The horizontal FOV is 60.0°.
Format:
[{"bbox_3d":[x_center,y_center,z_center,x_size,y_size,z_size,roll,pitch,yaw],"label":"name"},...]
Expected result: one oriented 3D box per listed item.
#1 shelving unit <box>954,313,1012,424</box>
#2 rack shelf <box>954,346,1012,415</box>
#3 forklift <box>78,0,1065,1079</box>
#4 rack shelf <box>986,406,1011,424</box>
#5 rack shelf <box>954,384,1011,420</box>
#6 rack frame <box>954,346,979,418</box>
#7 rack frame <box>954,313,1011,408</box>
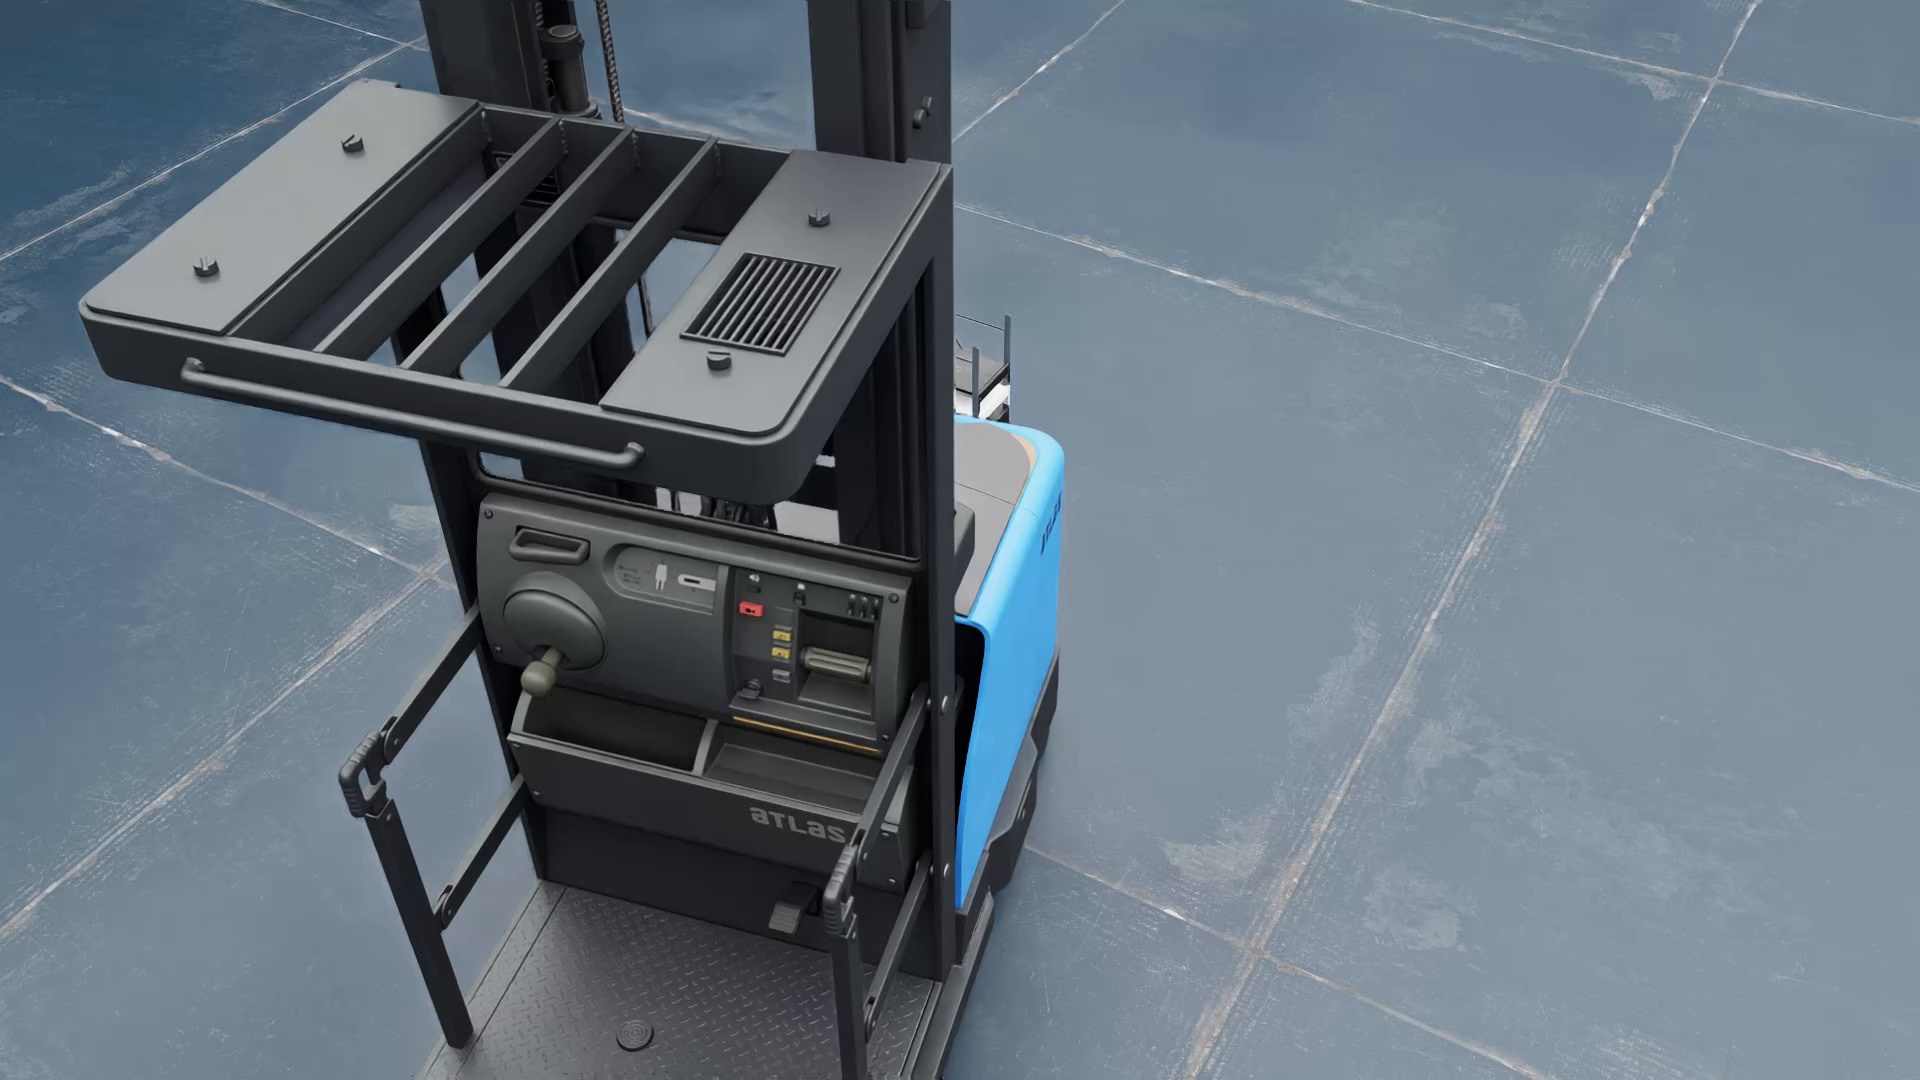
[{"bbox_3d":[0.004,-0.342,5.458,0.258,0.900,0.210,21,45,22],"label":"shelving unit"},{"bbox_3d":[0.004,-0.520,5.301,0.258,0.077,0.200,21,45,22],"label":"rack shelf"},{"bbox_3d":[-0.617,0.259,3.238,1.130,2.935,3.031,11,43,12],"label":"forklift"},{"bbox_3d":[0.004,-0.385,5.420,0.258,0.077,0.200,21,45,22],"label":"rack shelf"},{"bbox_3d":[0.004,-0.452,5.361,0.258,0.077,0.200,21,45,22],"label":"rack shelf"},{"bbox_3d":[-0.047,-0.284,5.392,0.240,0.900,0.006,21,45,22],"label":"rack frame"},{"bbox_3d":[0.055,-0.401,5.524,0.240,0.900,0.006,21,45,22],"label":"rack frame"}]
